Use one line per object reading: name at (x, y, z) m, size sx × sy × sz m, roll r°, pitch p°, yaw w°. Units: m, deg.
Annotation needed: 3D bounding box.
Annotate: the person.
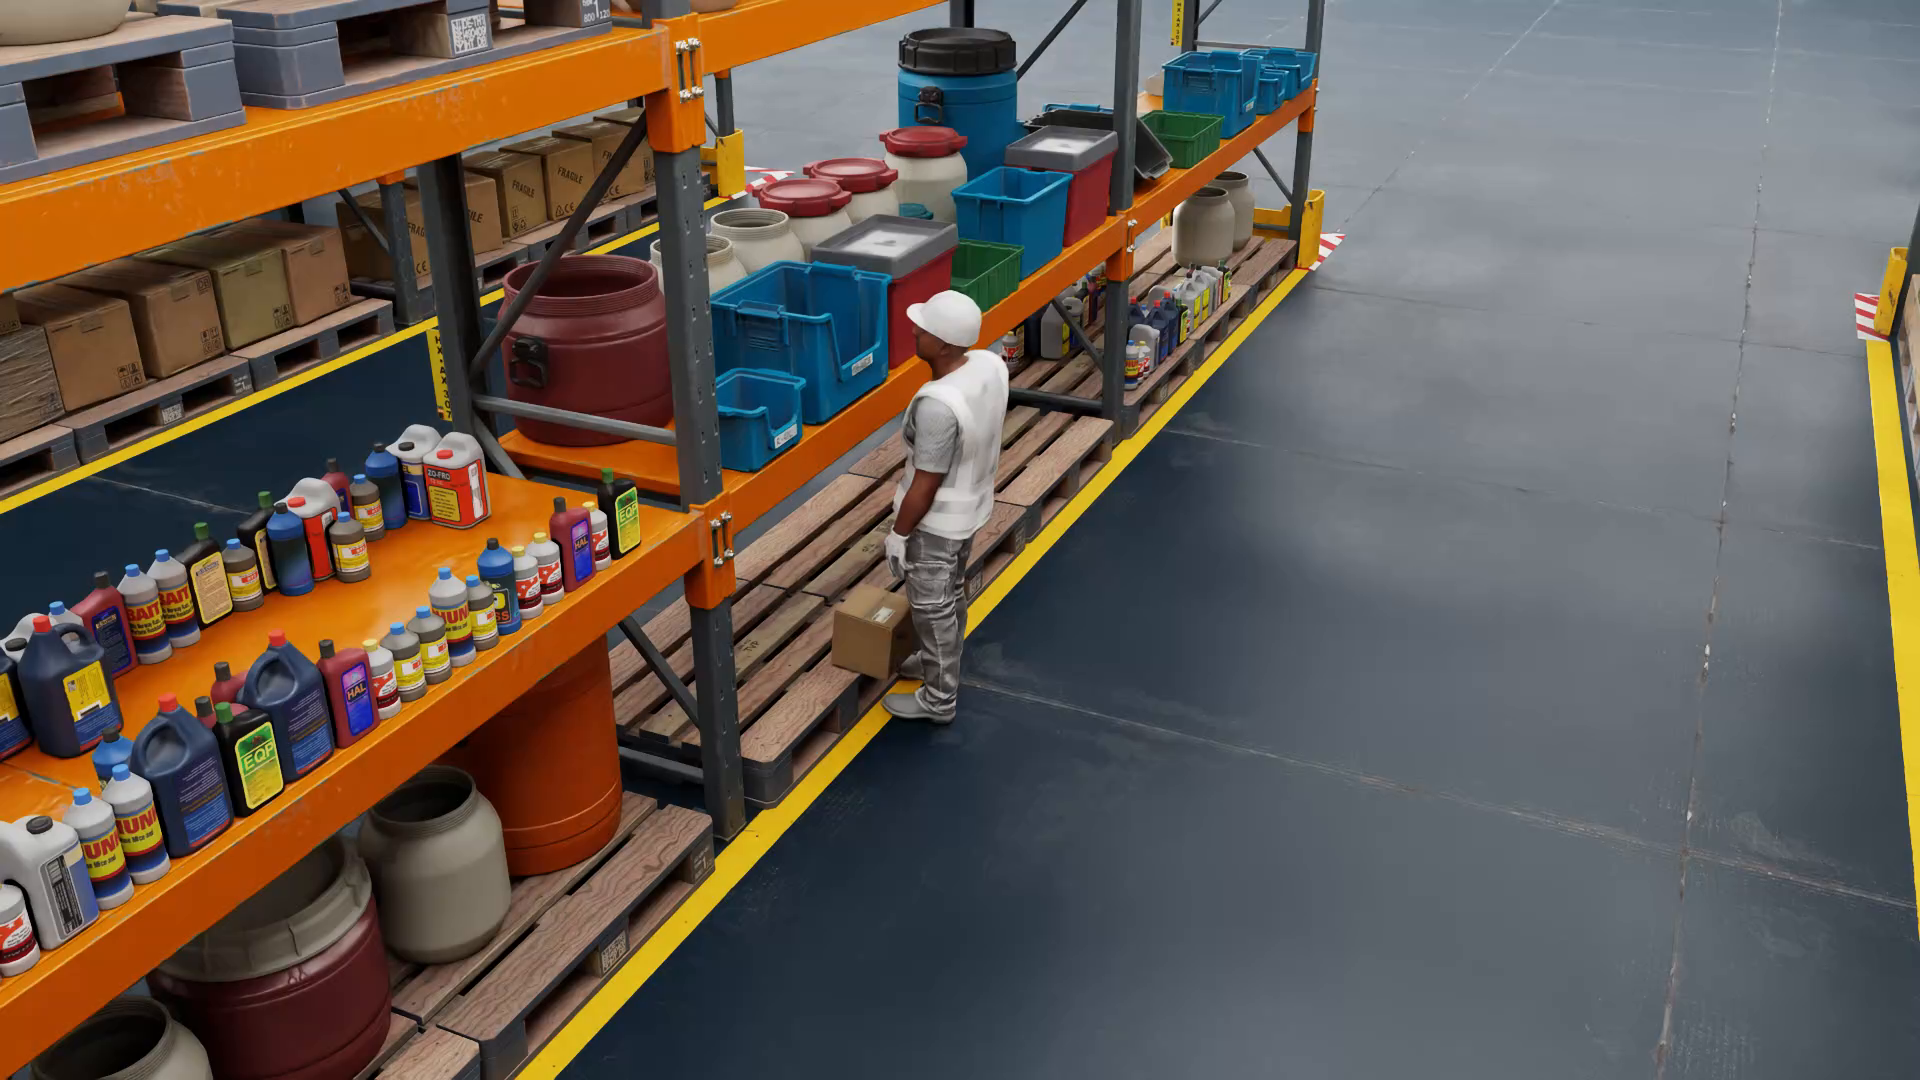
person at (-0.136, -0.114, 6.305) m, size 0.577 × 1.783 × 0.638 m, roll 11°, pitch 28°, yaw 22°
